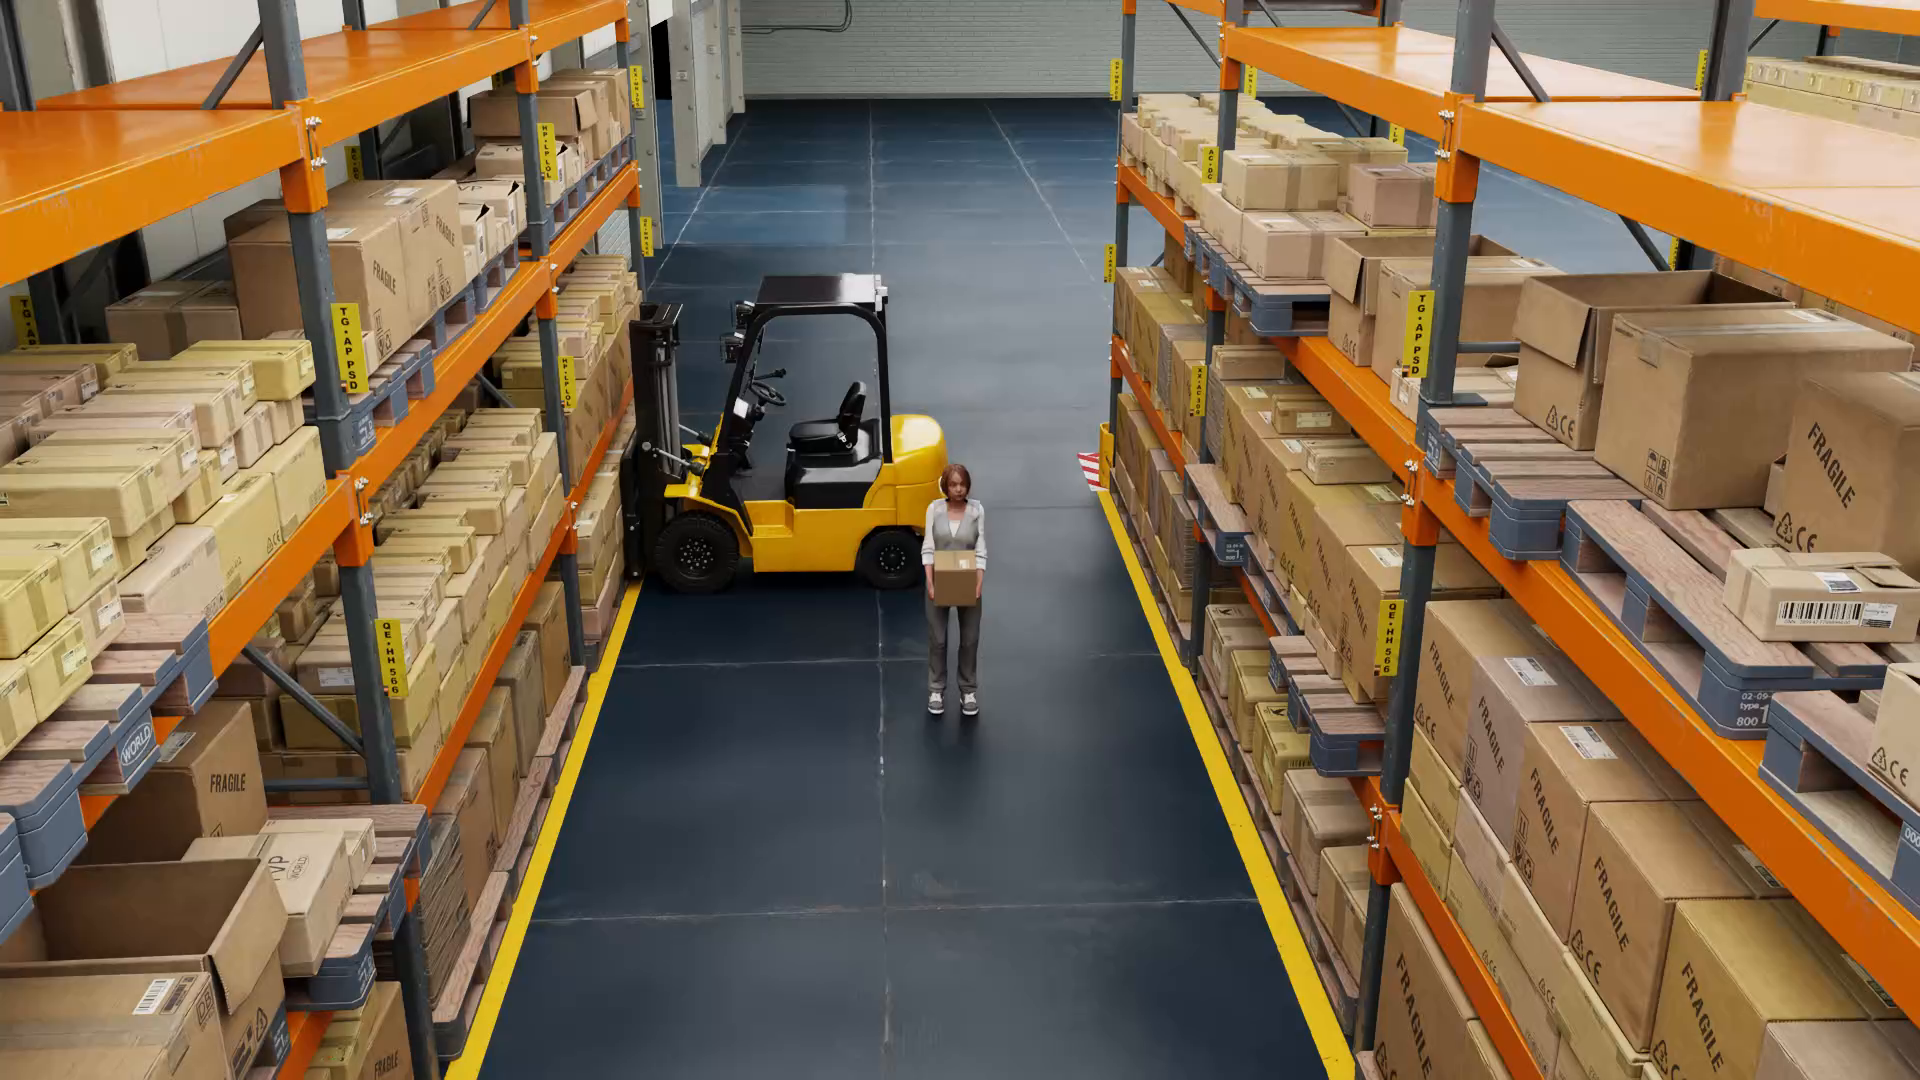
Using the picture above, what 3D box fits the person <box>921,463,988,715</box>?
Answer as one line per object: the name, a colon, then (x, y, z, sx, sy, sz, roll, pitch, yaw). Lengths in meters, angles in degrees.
person: (-0.033, 0.331, 10.226, 0.405, 1.590, 0.497, -1, 21, -2)
